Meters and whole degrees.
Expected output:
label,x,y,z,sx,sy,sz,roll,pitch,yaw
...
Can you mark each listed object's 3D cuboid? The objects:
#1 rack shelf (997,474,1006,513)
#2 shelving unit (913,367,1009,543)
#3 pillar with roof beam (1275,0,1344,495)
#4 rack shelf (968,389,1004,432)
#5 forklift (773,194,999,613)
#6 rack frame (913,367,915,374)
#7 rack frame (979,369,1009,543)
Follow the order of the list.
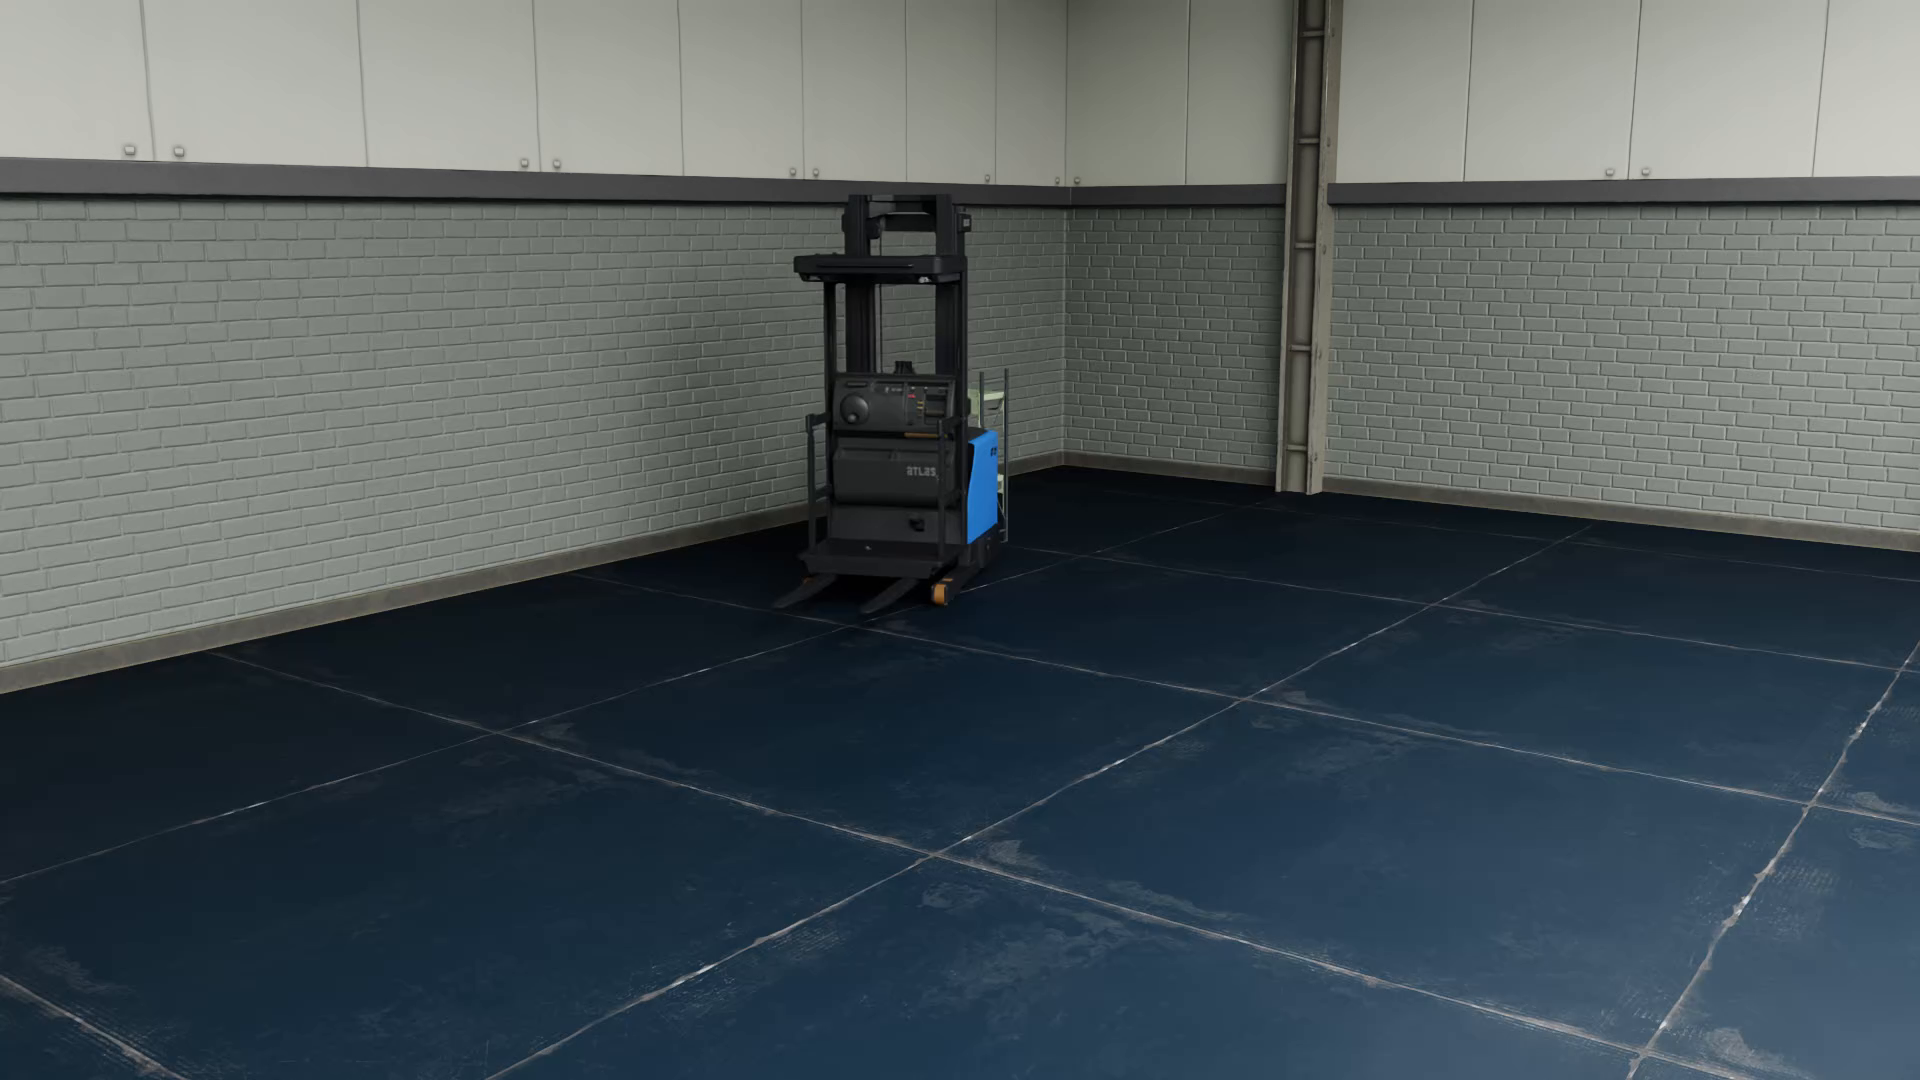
label,x,y,z,sx,sy,sz,roll,pitch,yaw
rack shelf,-0.005,-0.417,14.453,0.720,0.370,0.431,8,13,36
shelving unit,-0.005,-0.737,14.391,0.755,1.500,0.431,8,13,36
pillar with roof beam,0.947,-4.264,12.881,0.400,9.000,9.100,8,13,36
rack shelf,-0.005,-1.120,14.317,0.720,0.370,0.431,8,13,36
forklift,-0.543,-1.040,12.188,1.130,2.935,3.031,3,11,14
rack frame,-0.300,-0.778,14.604,0.023,1.500,0.400,8,13,36
rack frame,0.290,-0.696,14.178,0.023,1.500,0.400,8,13,36
